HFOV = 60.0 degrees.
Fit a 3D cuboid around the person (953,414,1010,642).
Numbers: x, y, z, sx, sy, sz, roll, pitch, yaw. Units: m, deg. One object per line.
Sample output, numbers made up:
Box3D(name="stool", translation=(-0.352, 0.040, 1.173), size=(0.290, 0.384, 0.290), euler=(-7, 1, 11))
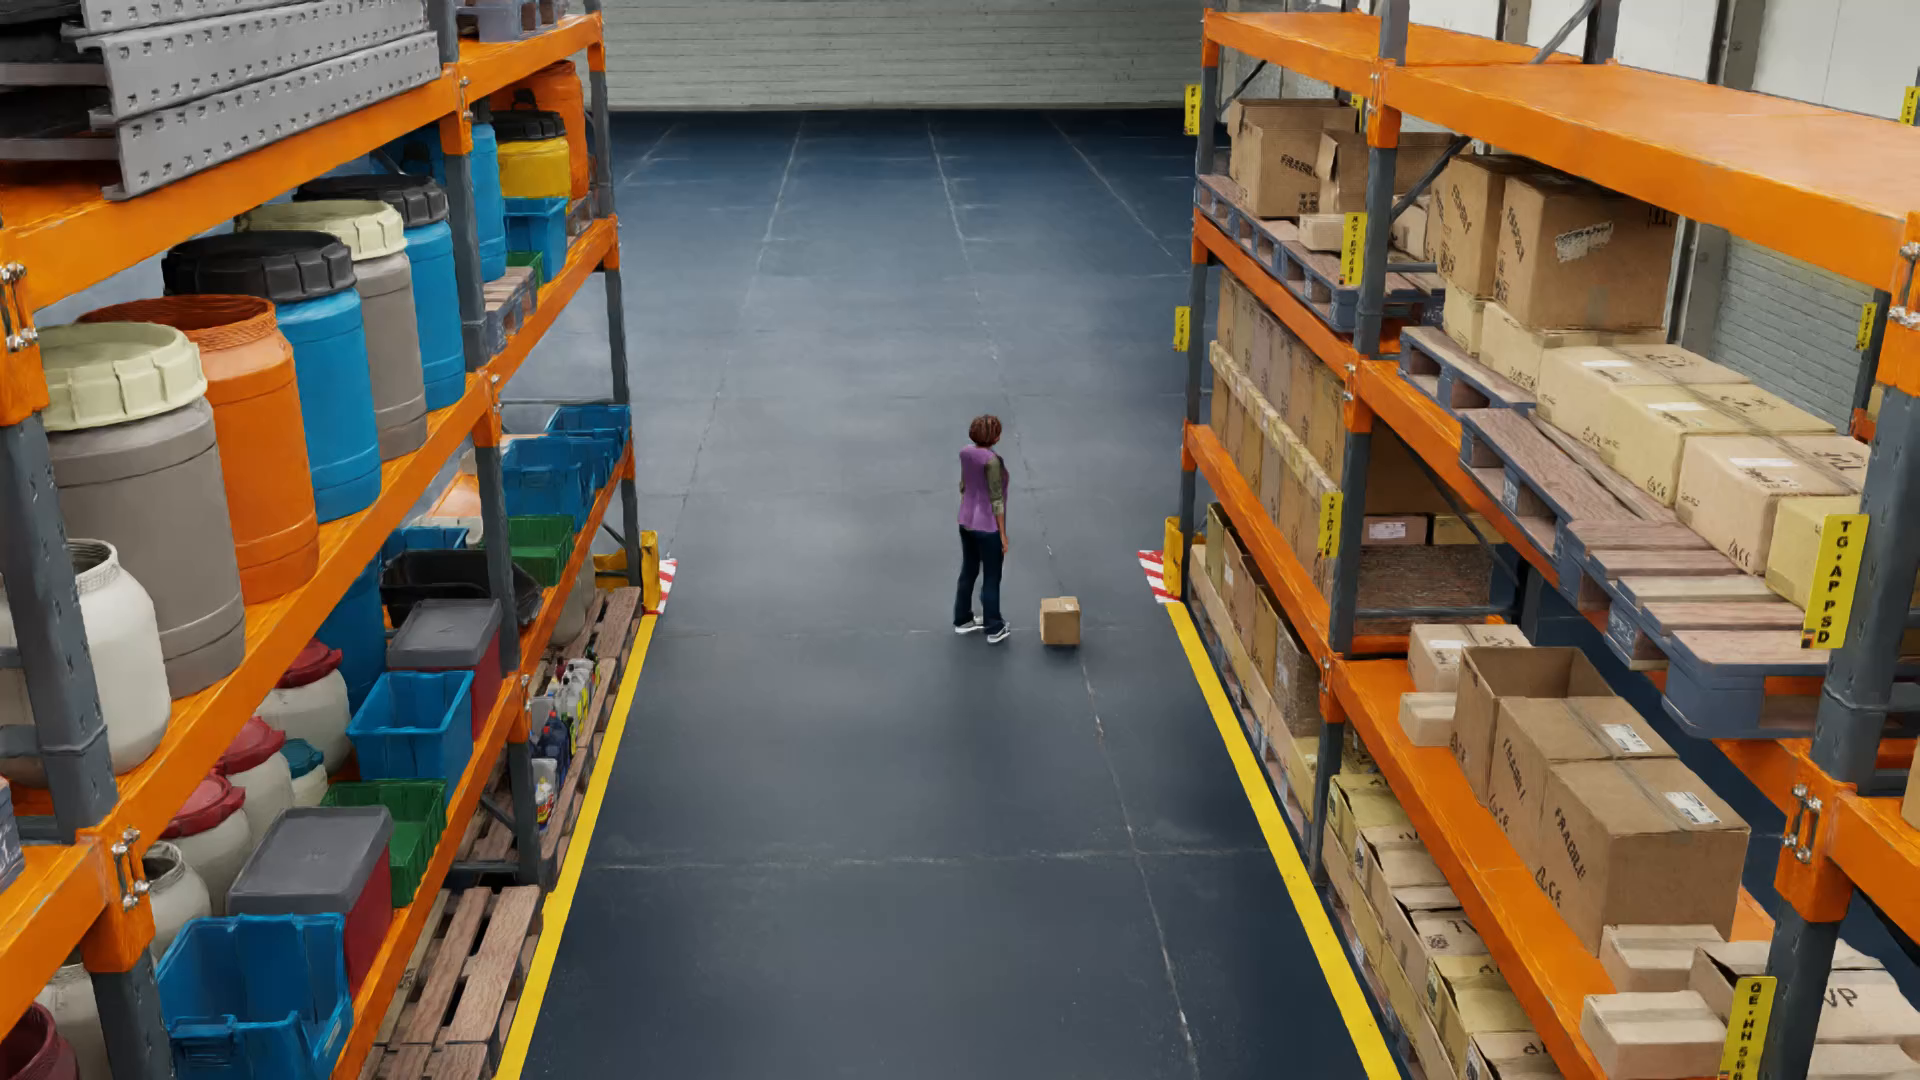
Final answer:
Box3D(name="person", translation=(0.168, -0.090, 11.272), size=(0.365, 1.600, 0.469), euler=(-12, 24, -29))
